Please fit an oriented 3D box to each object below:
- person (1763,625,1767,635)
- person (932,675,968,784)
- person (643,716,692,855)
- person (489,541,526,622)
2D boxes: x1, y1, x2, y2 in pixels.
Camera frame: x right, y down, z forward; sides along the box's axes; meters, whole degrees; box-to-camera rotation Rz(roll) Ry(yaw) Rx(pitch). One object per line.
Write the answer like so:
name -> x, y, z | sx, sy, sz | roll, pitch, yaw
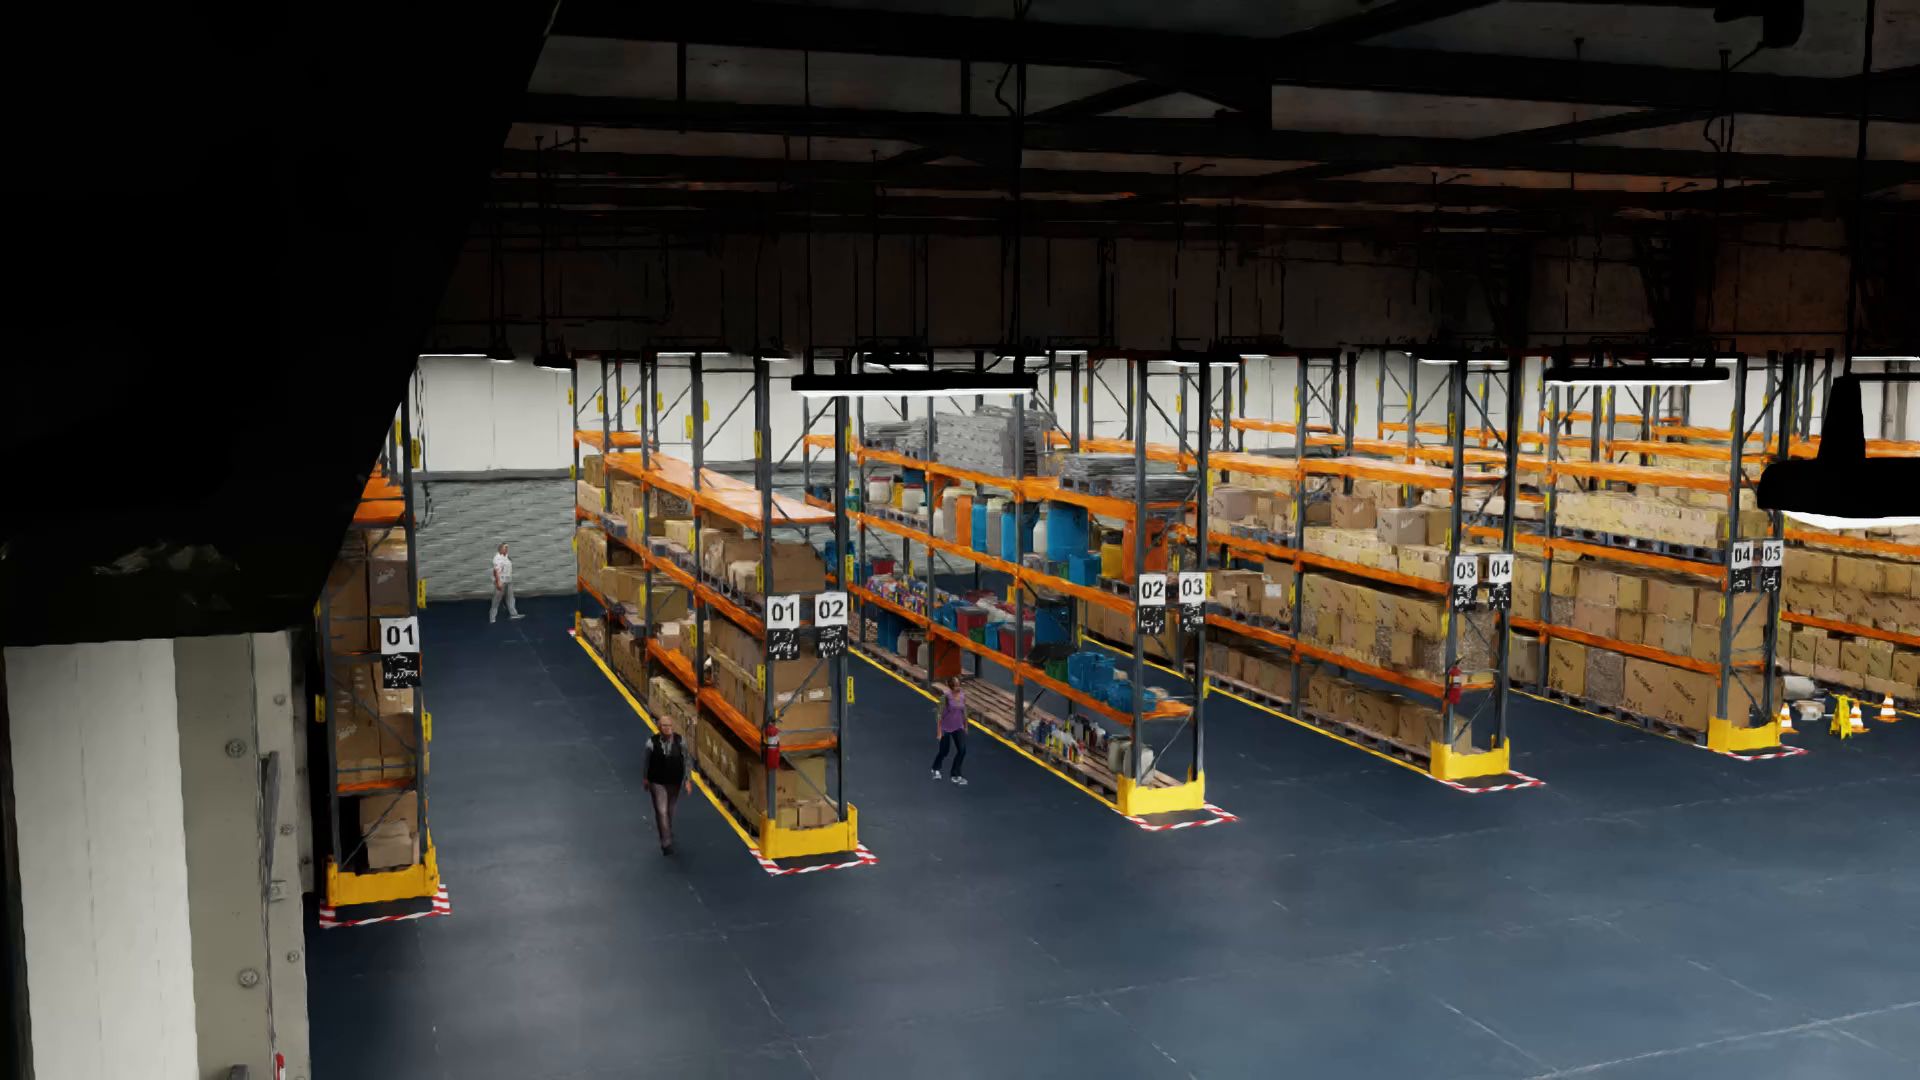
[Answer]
person -> 16.128, 1.401, 33.229 | 0.453, 1.599, 0.467 | 1, 7, 11
person -> -0.163, 2.651, 23.524 | 0.544, 1.548, 0.615 | -4, 8, -30
person -> -3.583, 2.970, 20.440 | 0.555, 1.673, 1.029 | -3, 8, -22
person -> -10.042, 0.899, 36.635 | 0.585, 1.753, 0.772 | 2, 7, 17
